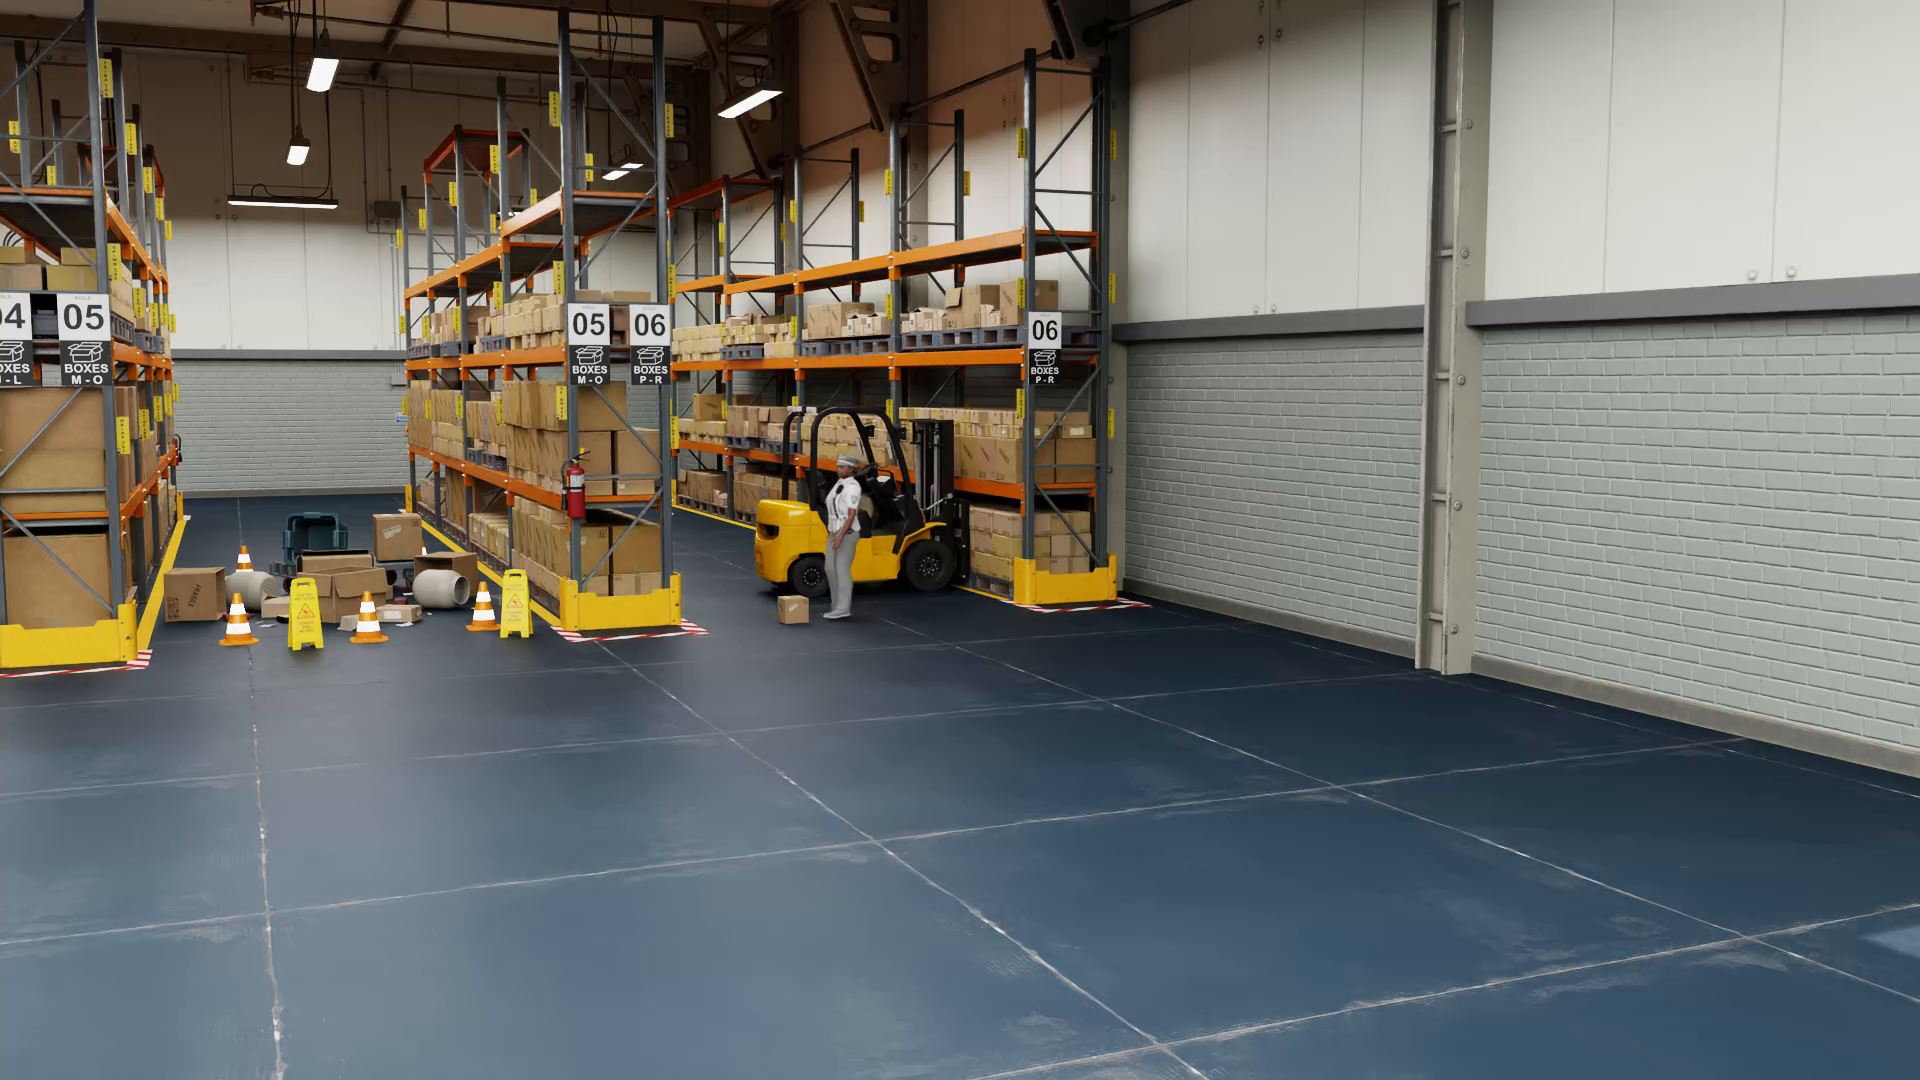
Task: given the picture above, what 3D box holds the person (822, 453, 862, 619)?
[{"bbox_3d":[-1.235,-0.019,17.109,0.426,1.759,0.496,-3,6,-25],"label":"person"}]
